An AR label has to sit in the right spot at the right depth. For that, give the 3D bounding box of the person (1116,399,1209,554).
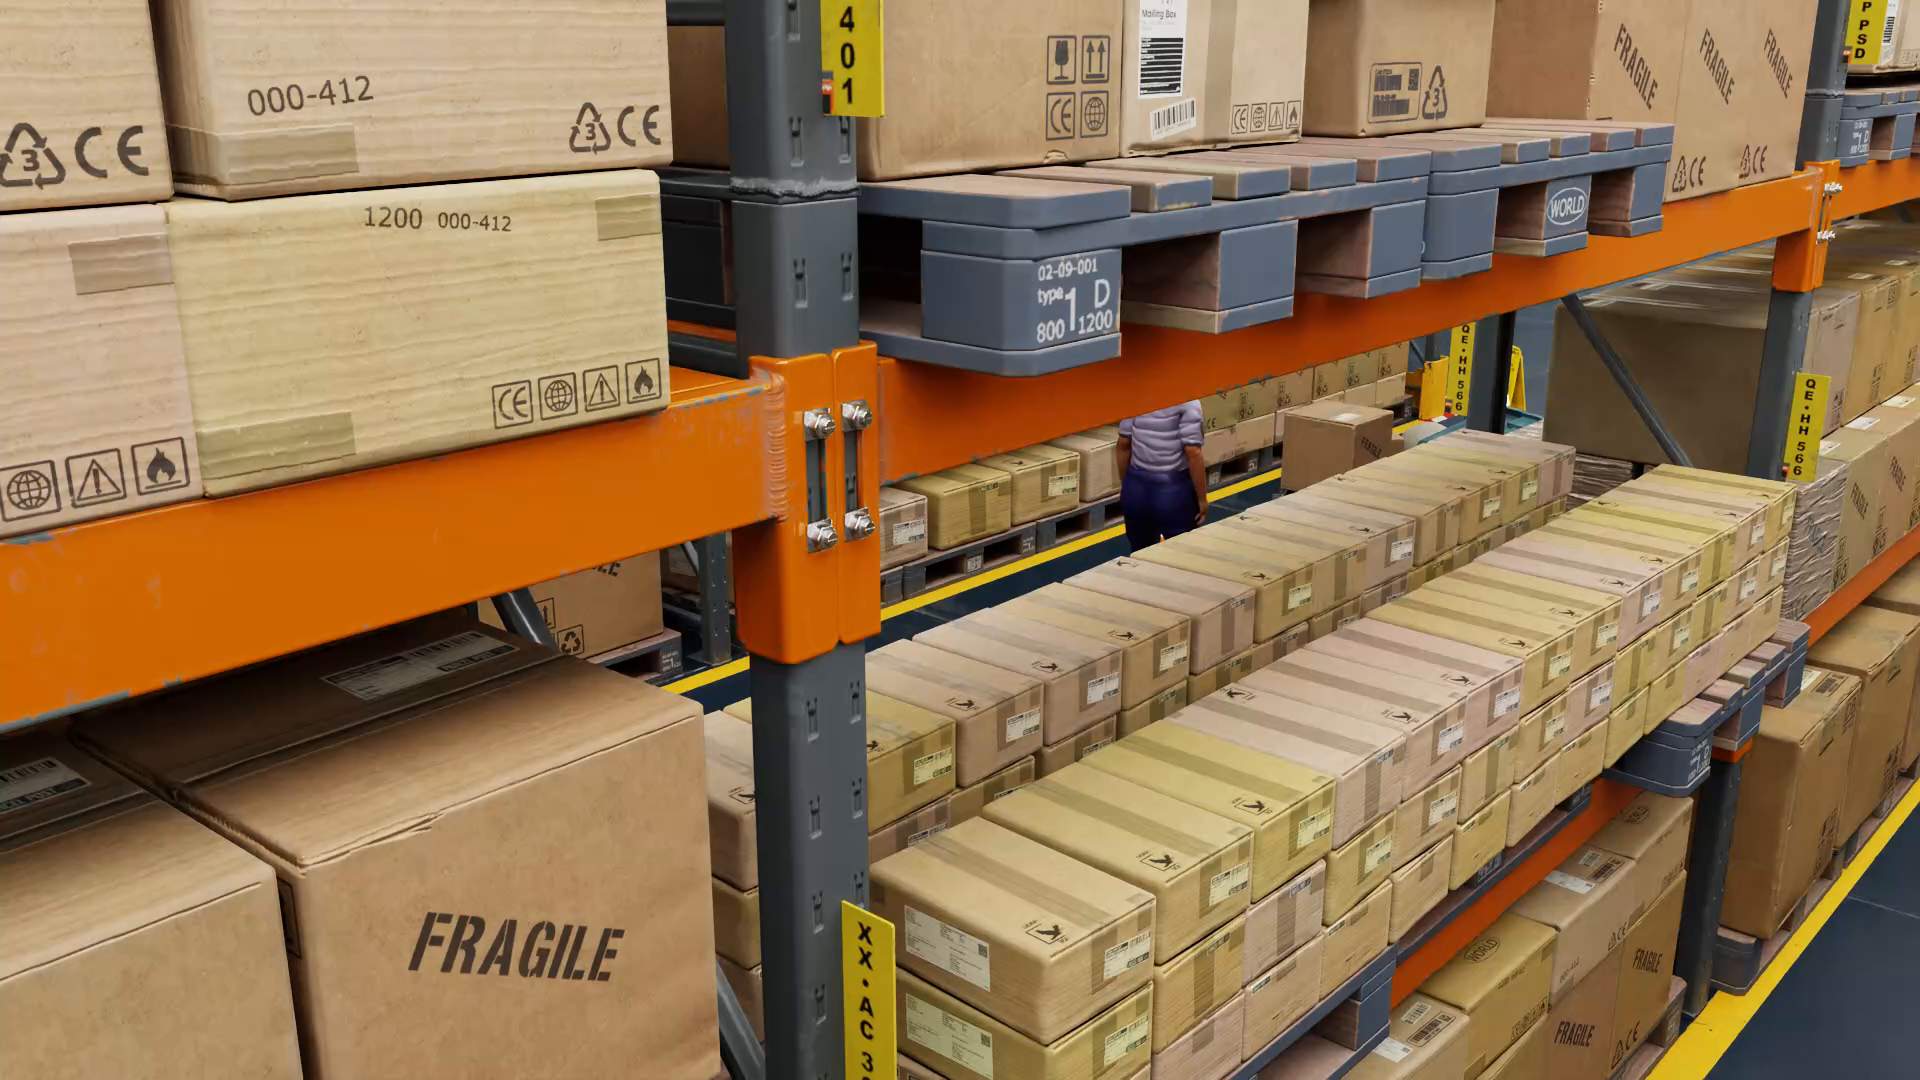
[{"bbox_3d":[1.081,-0.220,8.801,0.555,1.636,0.368,13,21,36],"label":"person"}]
